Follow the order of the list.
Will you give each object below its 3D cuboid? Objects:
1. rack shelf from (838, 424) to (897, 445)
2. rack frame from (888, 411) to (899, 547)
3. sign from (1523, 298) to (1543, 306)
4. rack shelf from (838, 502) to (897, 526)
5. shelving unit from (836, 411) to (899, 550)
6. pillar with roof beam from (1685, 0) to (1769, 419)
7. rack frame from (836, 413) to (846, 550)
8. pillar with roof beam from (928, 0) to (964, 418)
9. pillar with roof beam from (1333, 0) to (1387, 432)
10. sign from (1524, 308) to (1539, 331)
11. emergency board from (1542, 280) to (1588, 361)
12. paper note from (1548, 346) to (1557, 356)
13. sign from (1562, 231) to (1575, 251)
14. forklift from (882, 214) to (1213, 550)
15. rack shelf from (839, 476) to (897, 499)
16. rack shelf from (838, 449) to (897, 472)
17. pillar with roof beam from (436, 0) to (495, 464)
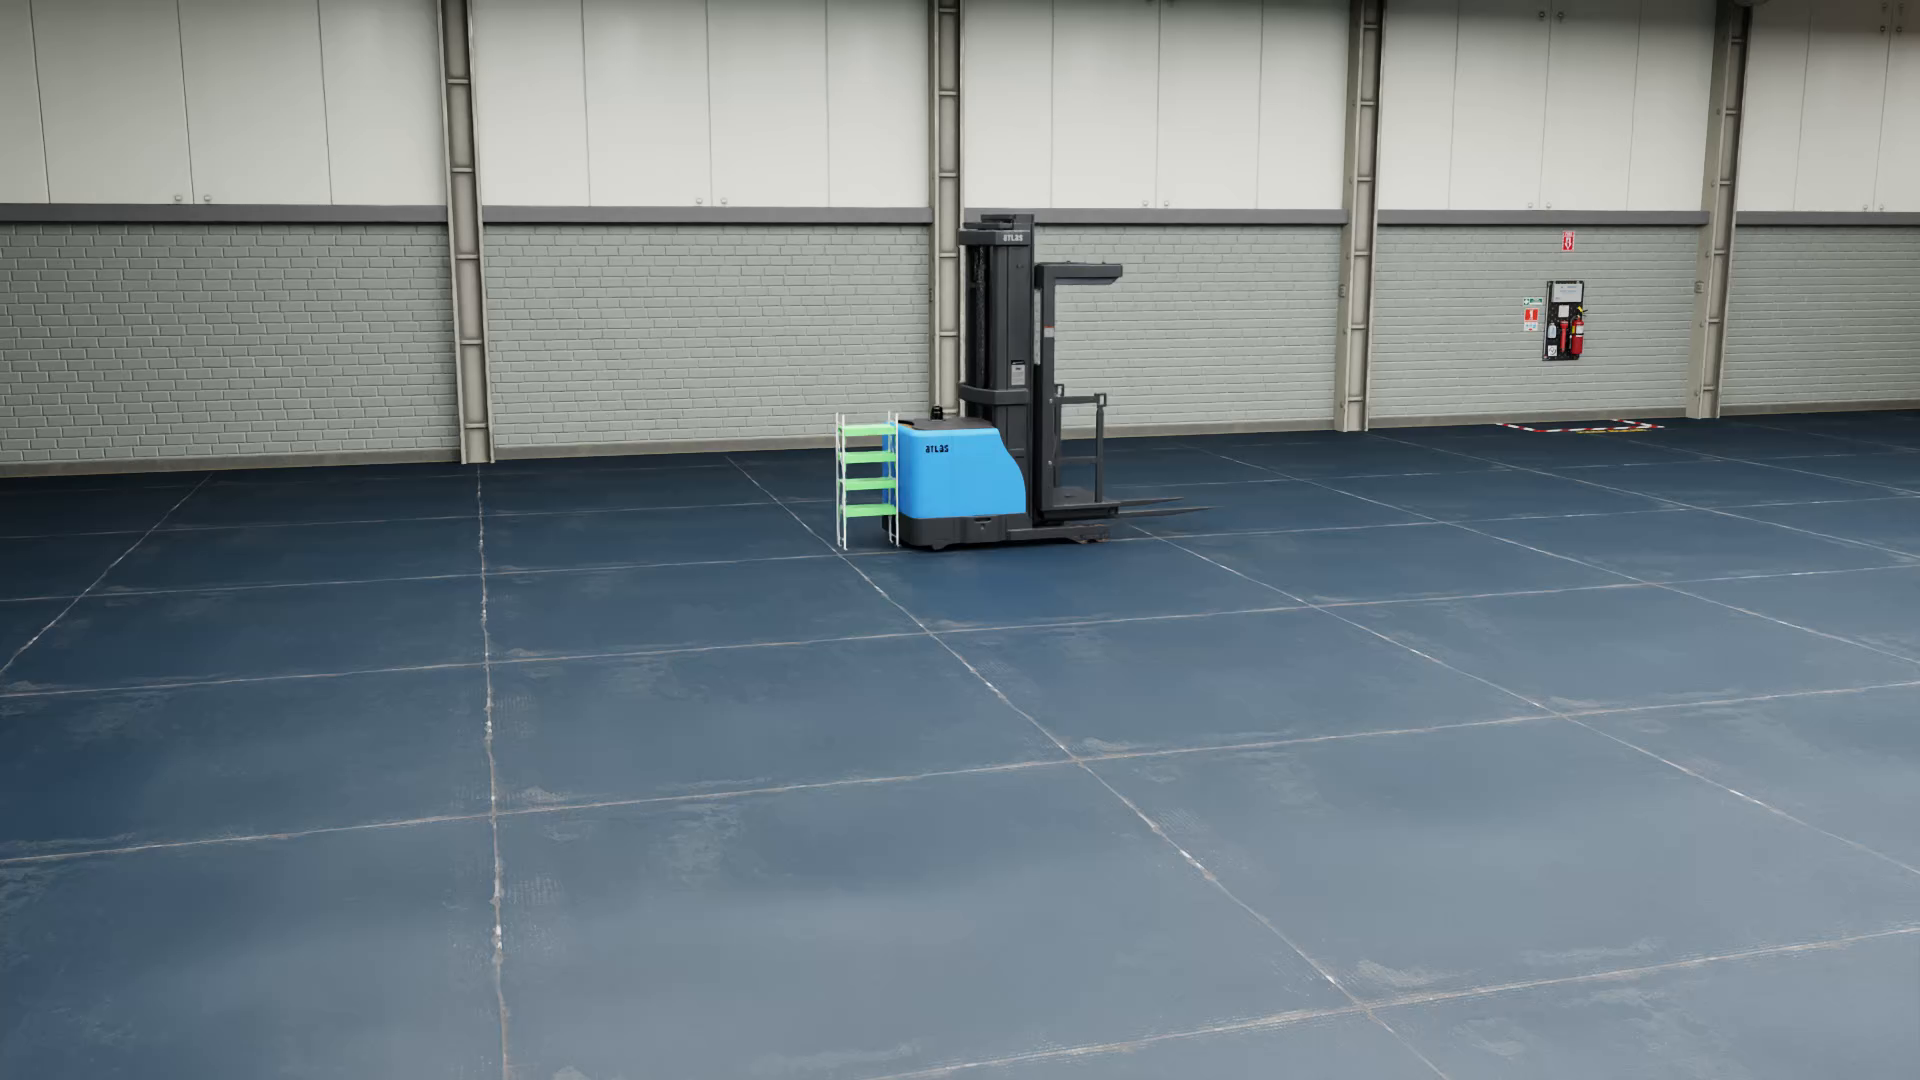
[{"bbox_3d":[-0.828,-0.944,14.765,0.480,0.148,0.258,-4,11,-19],"label":"rack shelf"},{"bbox_3d":[-0.598,-0.549,14.919,0.015,1.200,0.240,-4,11,-19],"label":"rack frame"},{"bbox_3d":[8.409,-3.498,24.405,0.331,0.109,0.001,-3,11,-16],"label":"sign"},{"bbox_3d":[-0.828,-0.236,14.896,0.480,0.148,0.258,-4,11,-19],"label":"rack shelf"},{"bbox_3d":[-0.828,-0.535,14.841,0.503,1.200,0.258,-4,11,-19],"label":"shelving unit"},{"bbox_3d":[12.548,-5.552,20.553,0.548,9.000,9.100,-3,11,-16],"label":"pillar with roof beam"},{"bbox_3d":[-1.059,-0.520,14.762,0.015,1.200,0.240,-4,11,-19],"label":"rack frame"},{"bbox_3d":[1.027,-4.945,17.255,0.400,9.000,9.100,-3,11,-16],"label":"pillar with roof beam"},{"bbox_3d":[6.788,-5.248,18.904,0.400,9.000,9.100,-3,11,-16],"label":"pillar with roof beam"},{"bbox_3d":[8.402,-3.239,24.461,0.234,0.329,0.001,-3,11,-16],"label":"sign"},{"bbox_3d":[8.962,-3.231,24.518,0.643,1.169,0.194,-3,11,-16],"label":"emergency board"},{"bbox_3d":[8.773,-2.801,24.615,0.142,0.148,0.016,-3,11,-16],"label":"paper note"},{"bbox_3d":[8.926,-4.388,24.400,0.199,0.298,0.001,-3,11,-16],"label":"sign"},{"bbox_3d":[0.848,-1.495,15.273,3.031,2.935,1.130,-4,11,-19],"label":"forklift"},{"bbox_3d":[-0.828,-0.472,14.852,0.480,0.148,0.258,-4,11,-19],"label":"rack shelf"},{"bbox_3d":[-0.828,-0.708,14.809,0.480,0.148,0.258,-4,11,-19],"label":"rack shelf"},{"bbox_3d":[-4.734,-4.641,15.605,0.400,9.000,9.100,-3,11,-16],"label":"pillar with roof beam"}]
